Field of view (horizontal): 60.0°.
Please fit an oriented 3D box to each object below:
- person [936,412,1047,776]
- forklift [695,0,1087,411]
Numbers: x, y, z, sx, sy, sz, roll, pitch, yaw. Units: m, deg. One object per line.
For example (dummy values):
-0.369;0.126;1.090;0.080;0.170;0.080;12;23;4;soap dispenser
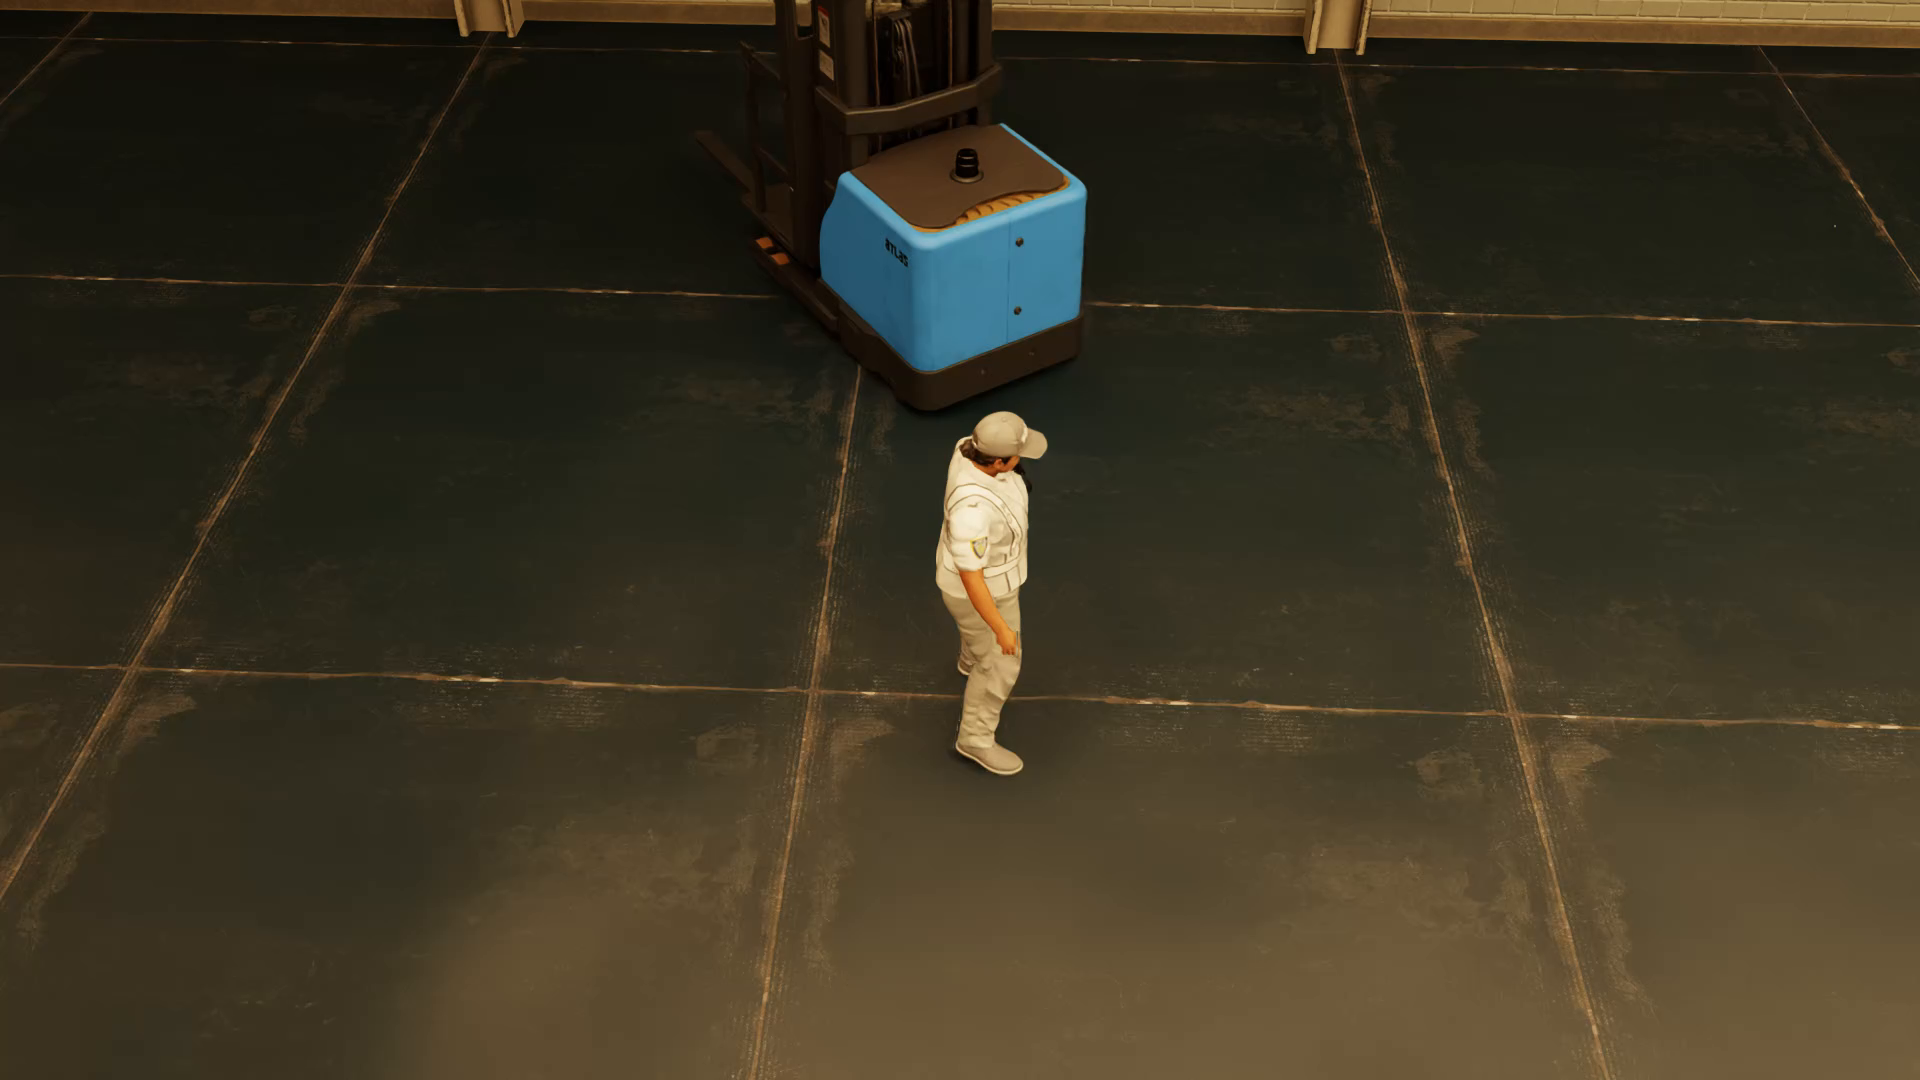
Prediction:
0.112;0.132;6.559;0.418;1.655;0.752;2;42;2;person
-0.563;-2.715;8.716;1.130;2.935;3.031;-23;47;-23;forklift
